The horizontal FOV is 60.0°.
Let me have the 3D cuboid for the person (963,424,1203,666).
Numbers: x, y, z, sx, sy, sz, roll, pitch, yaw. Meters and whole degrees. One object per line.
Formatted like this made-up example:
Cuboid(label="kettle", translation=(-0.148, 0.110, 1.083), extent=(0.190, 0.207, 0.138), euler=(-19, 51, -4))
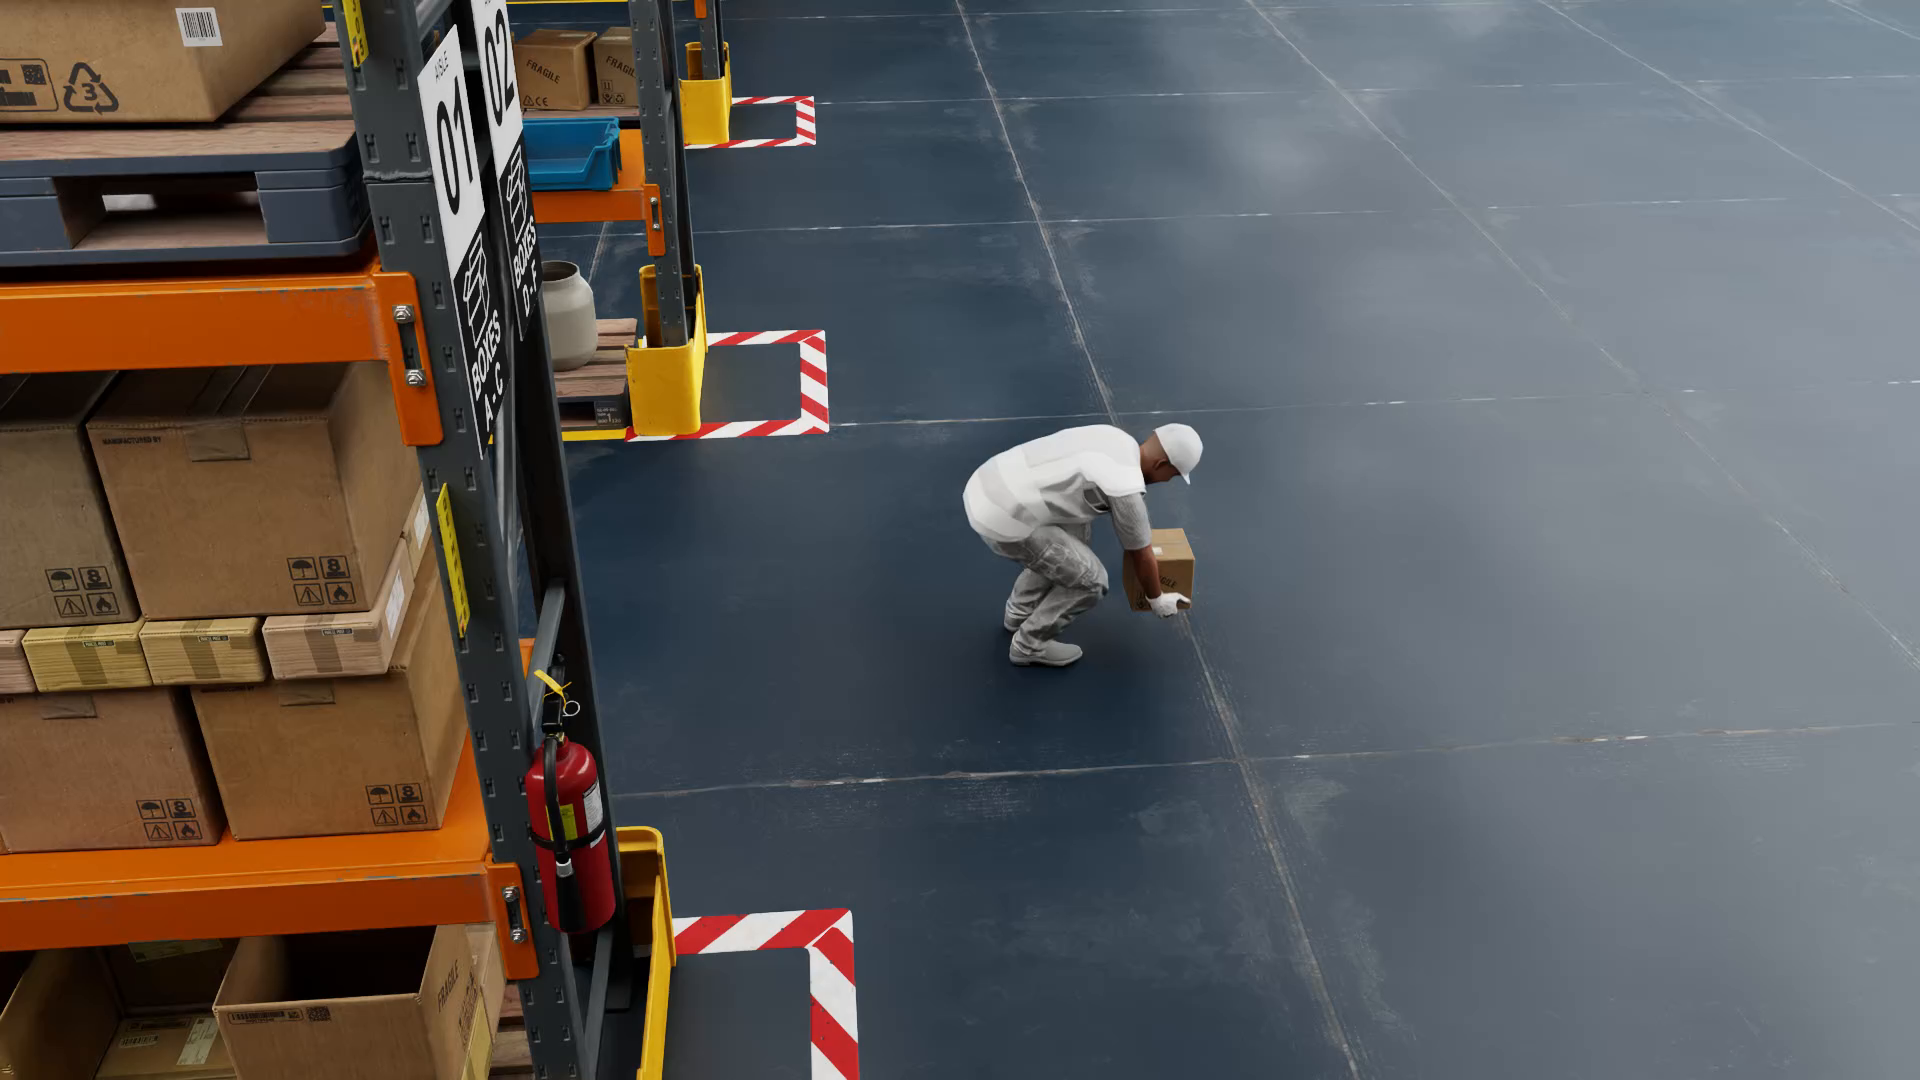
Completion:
Cuboid(label="person", translation=(0.501, -0.005, 6.894), extent=(0.970, 0.994, 0.549), euler=(-3, 31, -6))
